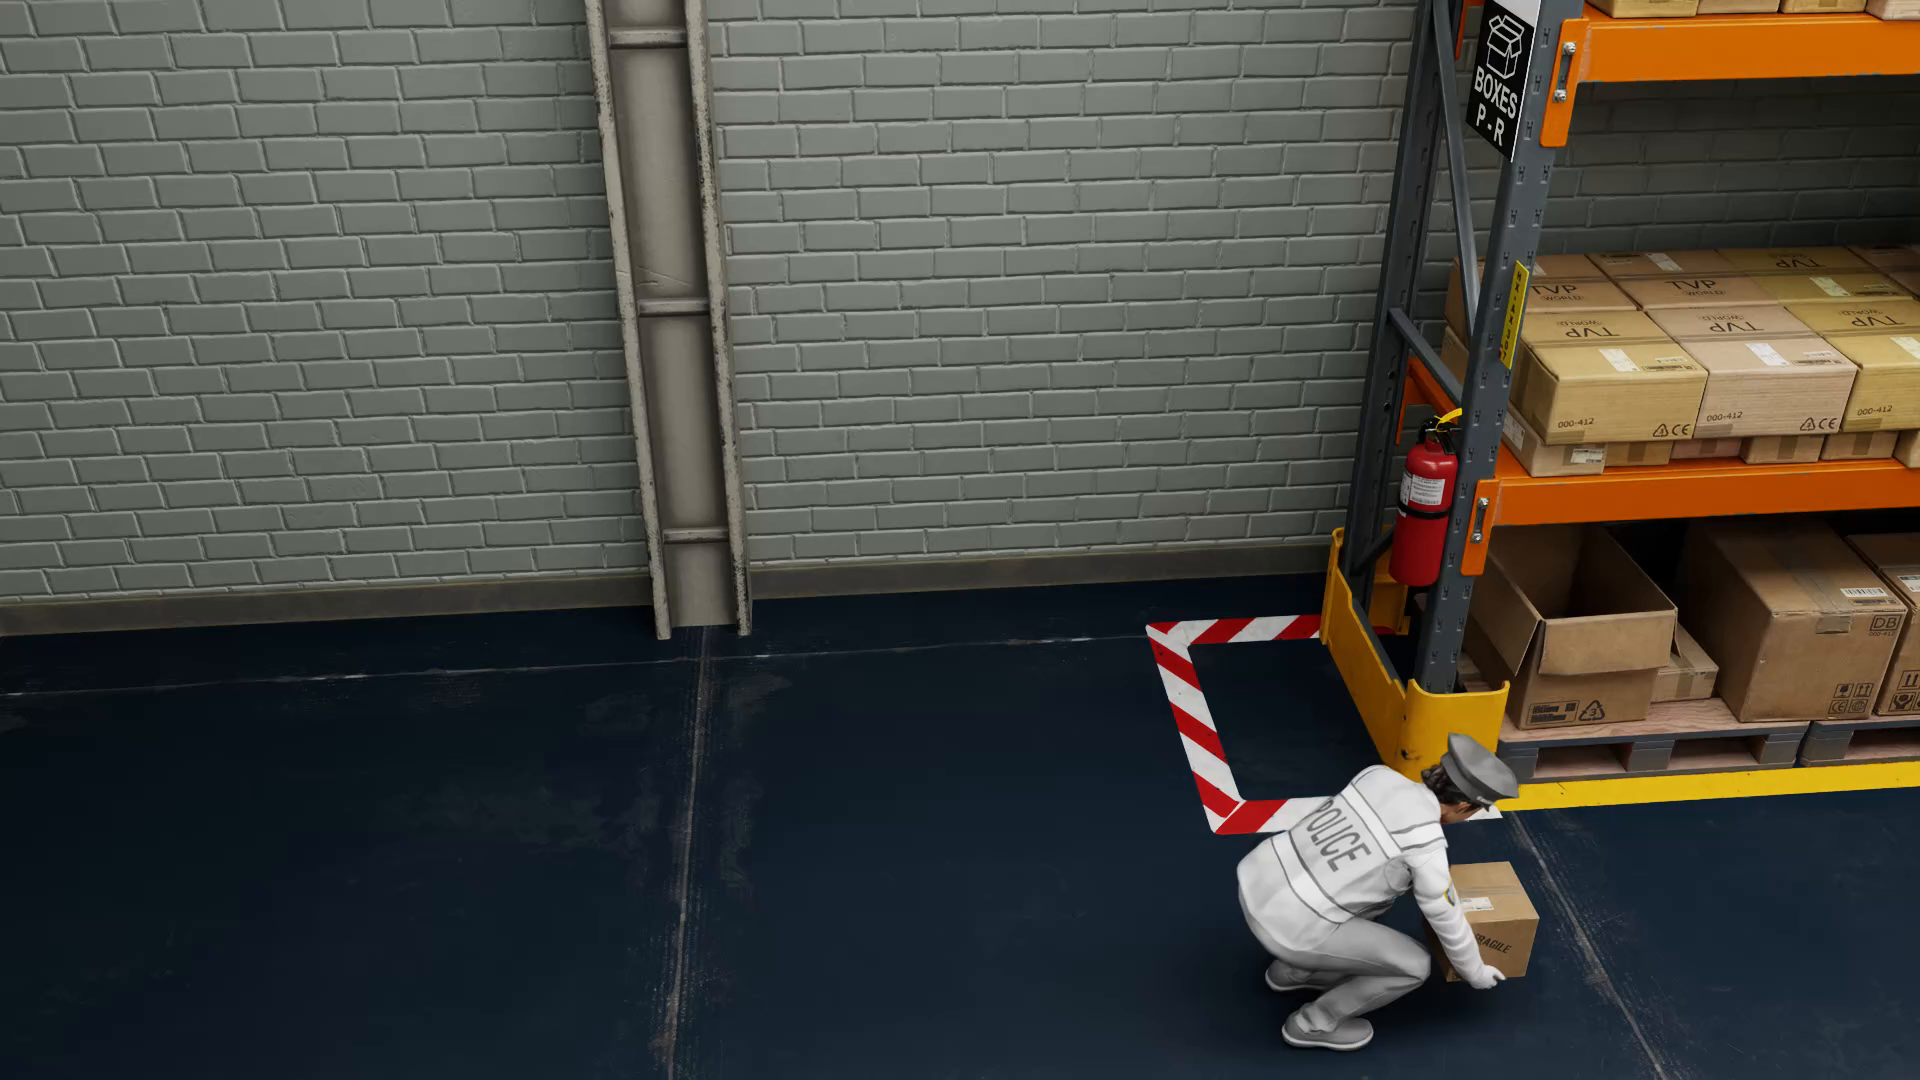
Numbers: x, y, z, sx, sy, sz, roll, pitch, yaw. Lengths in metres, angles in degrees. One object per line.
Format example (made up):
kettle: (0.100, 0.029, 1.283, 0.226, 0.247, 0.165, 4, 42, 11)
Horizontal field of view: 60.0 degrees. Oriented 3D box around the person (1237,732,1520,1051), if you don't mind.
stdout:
person: (13.067, 1.150, 0.196, 23.551, 5.875, 11.112, -3, 31, -5)
